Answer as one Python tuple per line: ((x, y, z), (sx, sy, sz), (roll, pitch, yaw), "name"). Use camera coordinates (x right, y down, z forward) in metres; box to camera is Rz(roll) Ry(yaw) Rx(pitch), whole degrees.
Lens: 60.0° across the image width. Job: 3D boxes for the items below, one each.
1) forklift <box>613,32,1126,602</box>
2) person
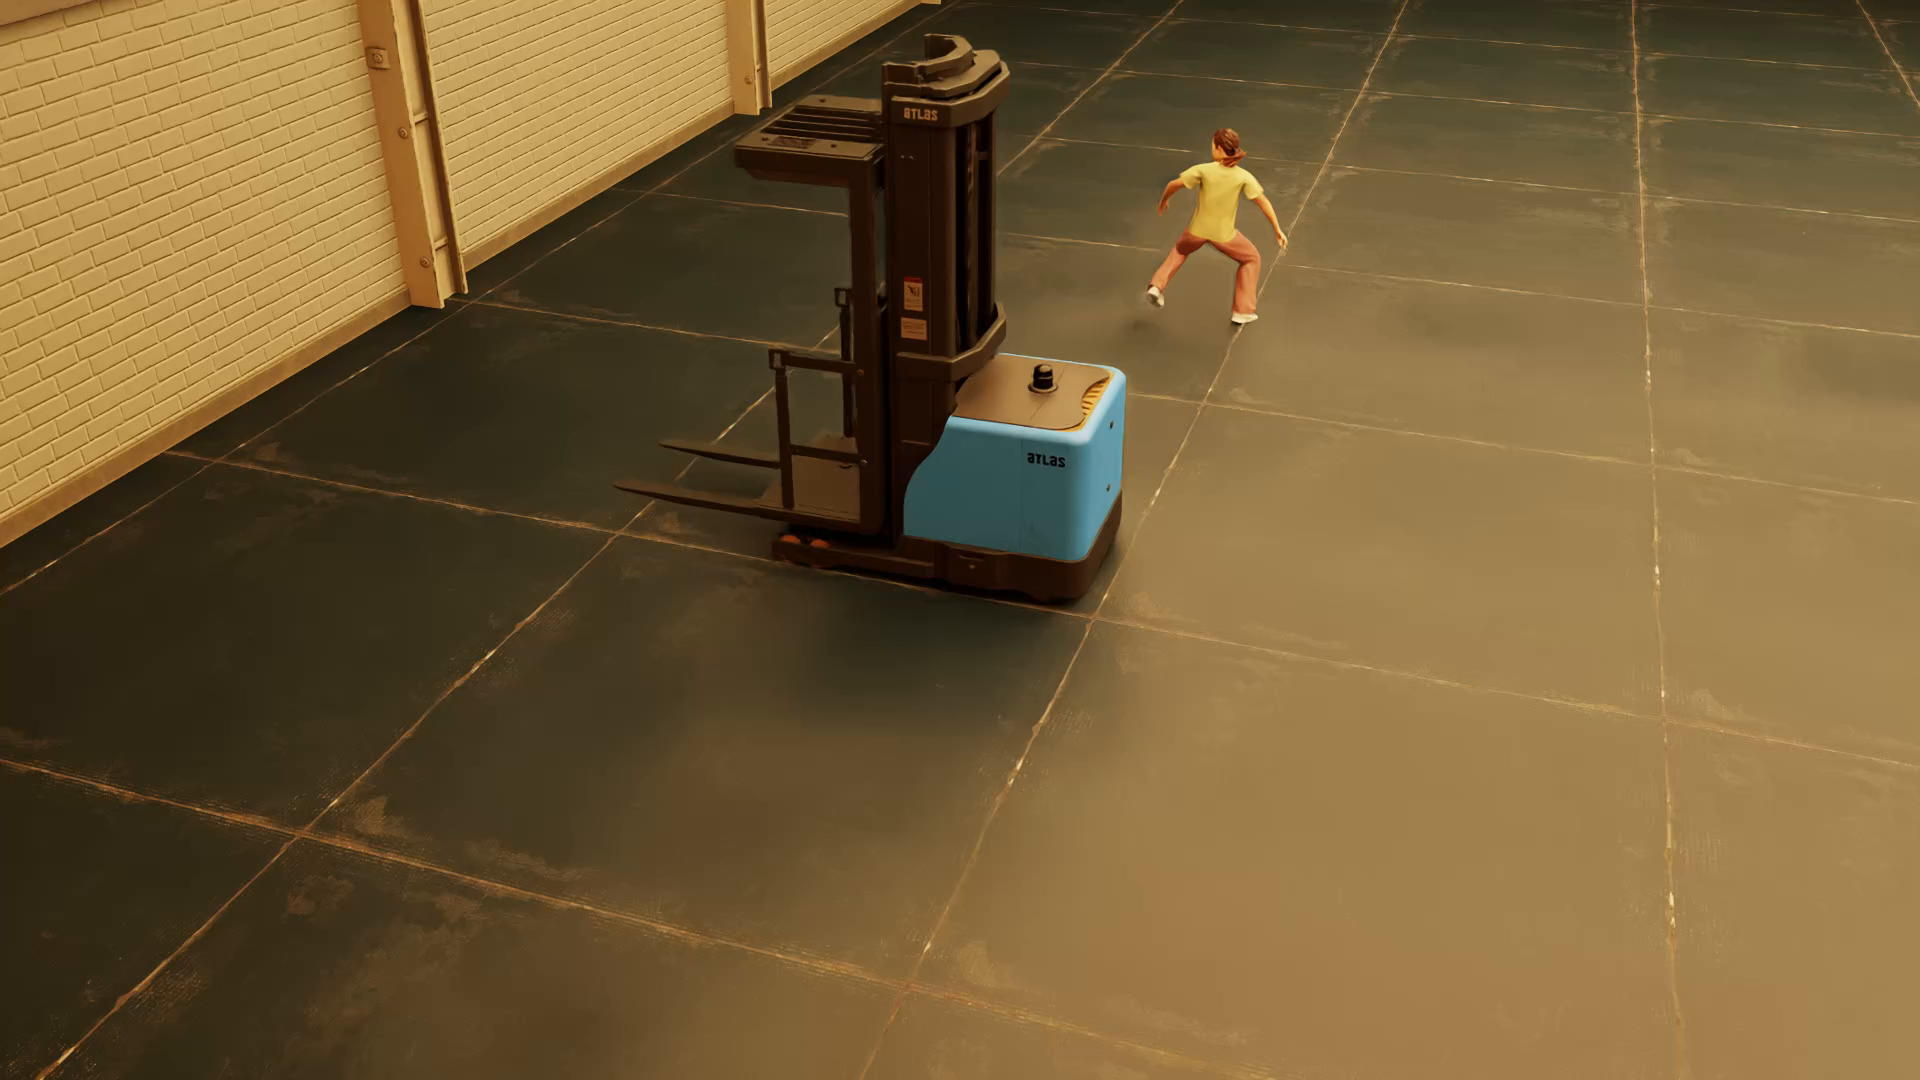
((-0.597, -1.343, 9.493), (3.031, 2.935, 1.130), (9, 31, 15), "forklift")
((2.003, -2.385, 12.788), (1.039, 1.553, 0.501), (10, 31, 17), "person")
